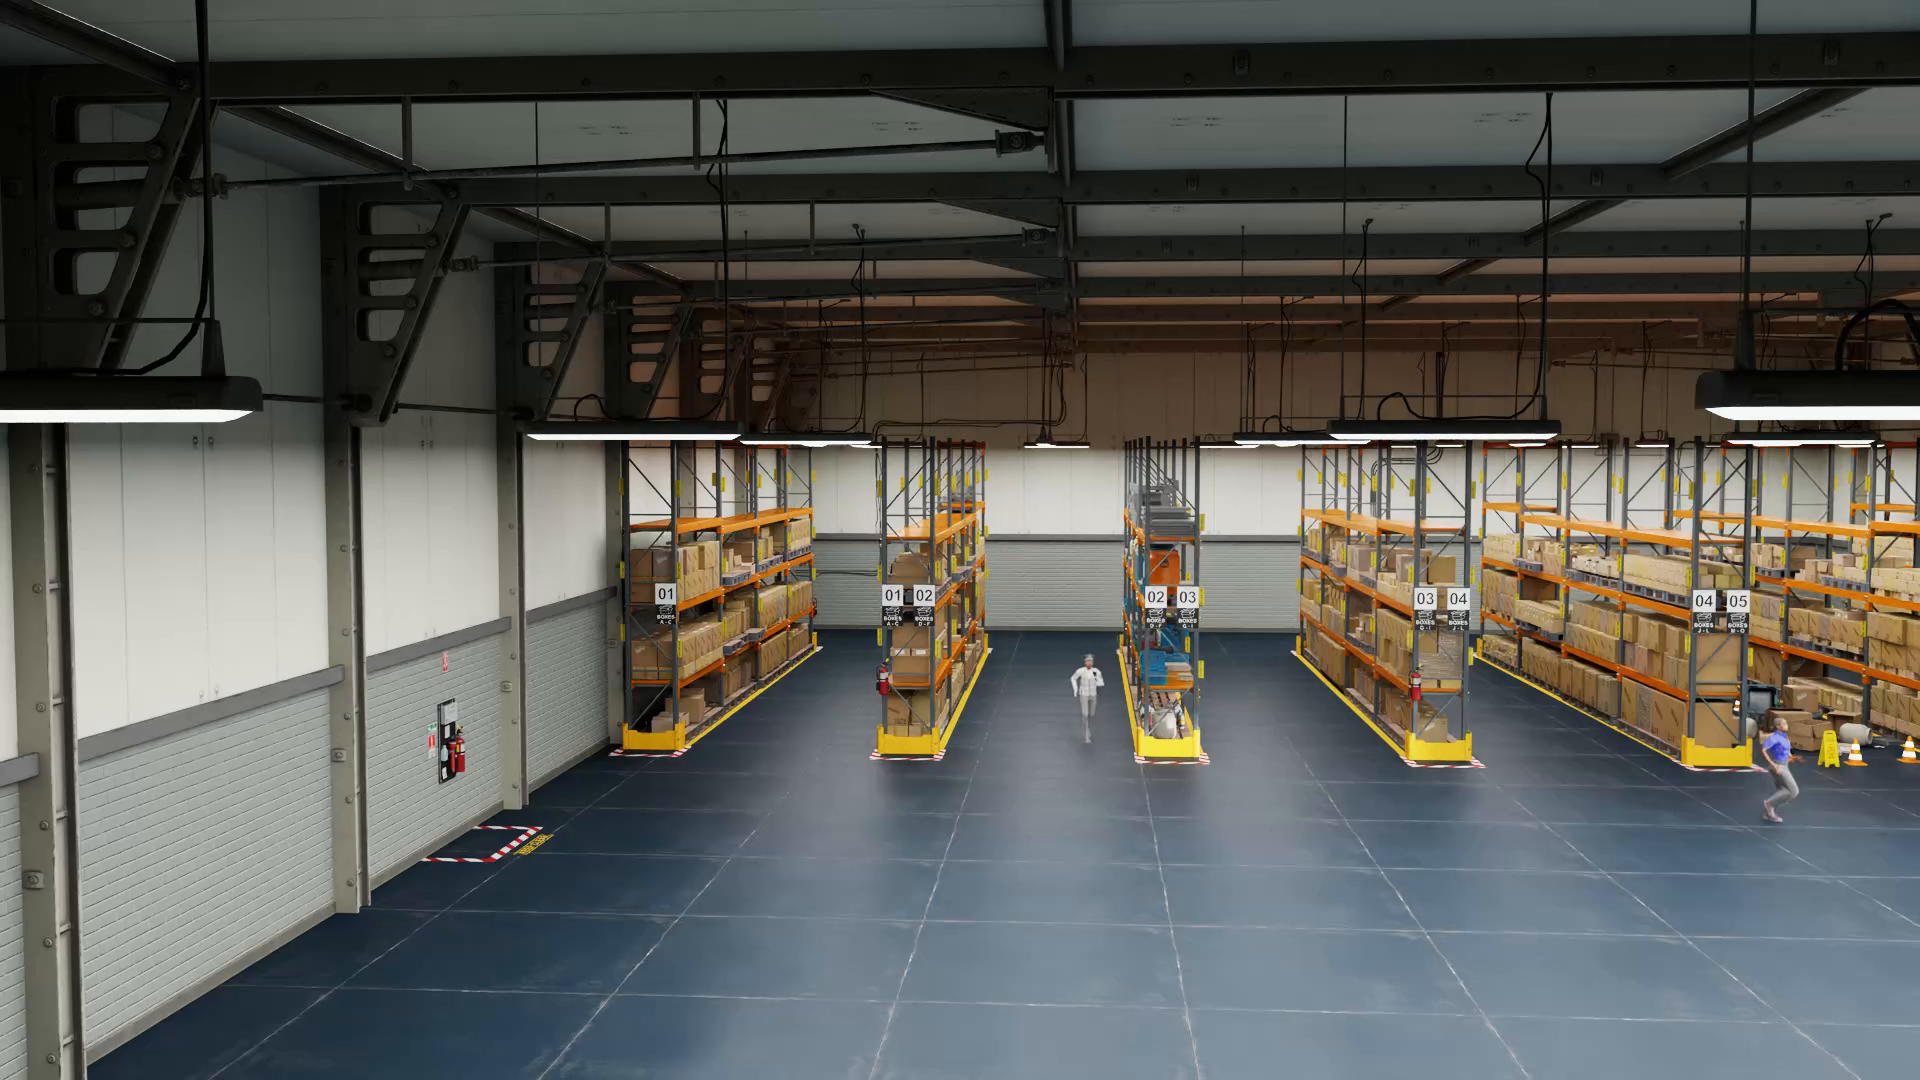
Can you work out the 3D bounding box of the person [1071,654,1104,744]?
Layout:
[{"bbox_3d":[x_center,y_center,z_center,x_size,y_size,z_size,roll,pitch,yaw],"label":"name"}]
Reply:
[{"bbox_3d":[2.532,3.110,32.835,0.587,1.741,0.807,-1,3,-10],"label":"person"}]

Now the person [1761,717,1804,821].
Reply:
[{"bbox_3d":[12.666,3.537,25.581,0.576,1.615,0.560,2,4,38],"label":"person"}]
